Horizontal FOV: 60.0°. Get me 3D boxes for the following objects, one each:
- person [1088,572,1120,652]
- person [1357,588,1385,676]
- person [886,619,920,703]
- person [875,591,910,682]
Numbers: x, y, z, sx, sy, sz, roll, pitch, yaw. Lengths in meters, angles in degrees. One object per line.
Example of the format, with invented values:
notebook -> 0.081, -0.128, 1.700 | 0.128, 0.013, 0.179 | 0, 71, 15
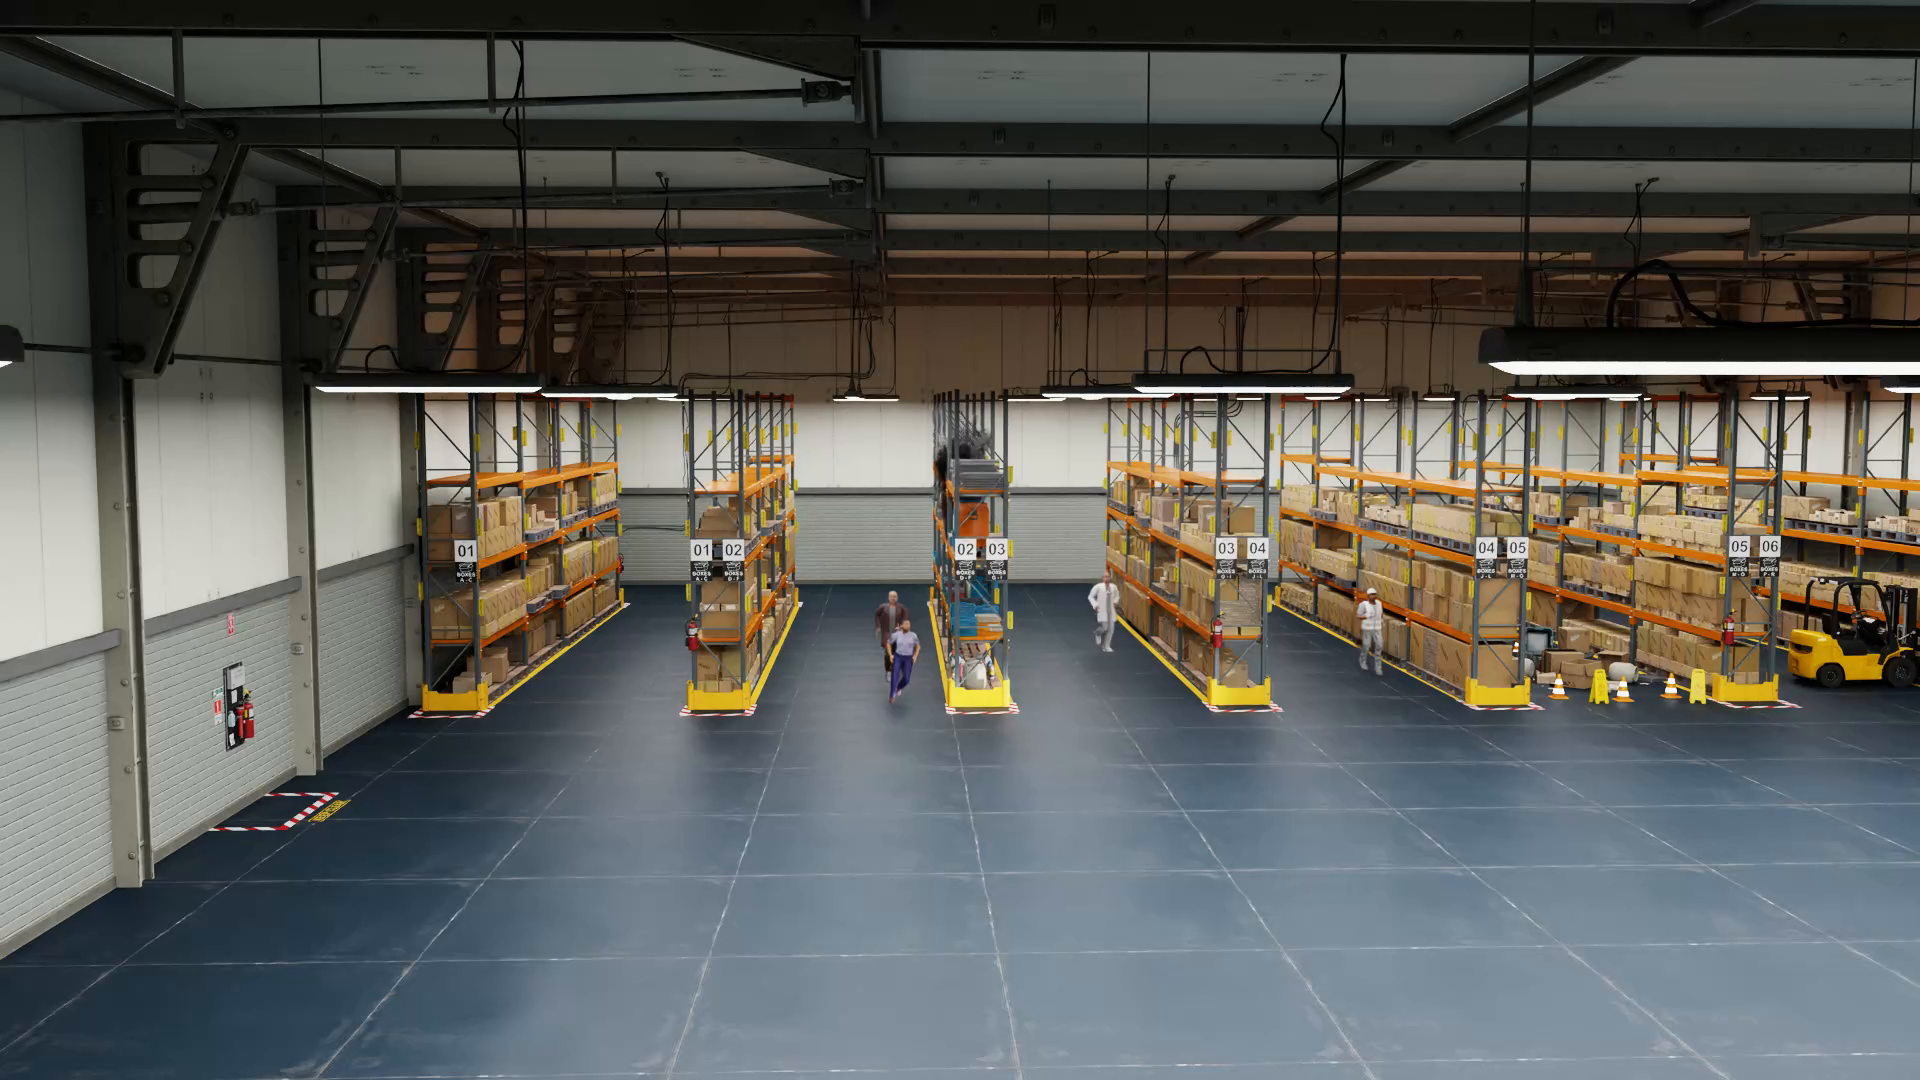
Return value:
person -> 3.200, 1.576, 36.615 | 0.726, 1.744, 0.702 | -2, 5, -19
person -> 8.749, 1.930, 35.359 | 0.664, 1.823, 0.824 | -1, 5, -8
person -> -1.079, 2.305, 31.675 | 0.654, 1.576, 0.532 | -1, 5, -8
person -> -1.327, 1.901, 32.707 | 0.680, 1.807, 0.786 | 0, 5, -5
